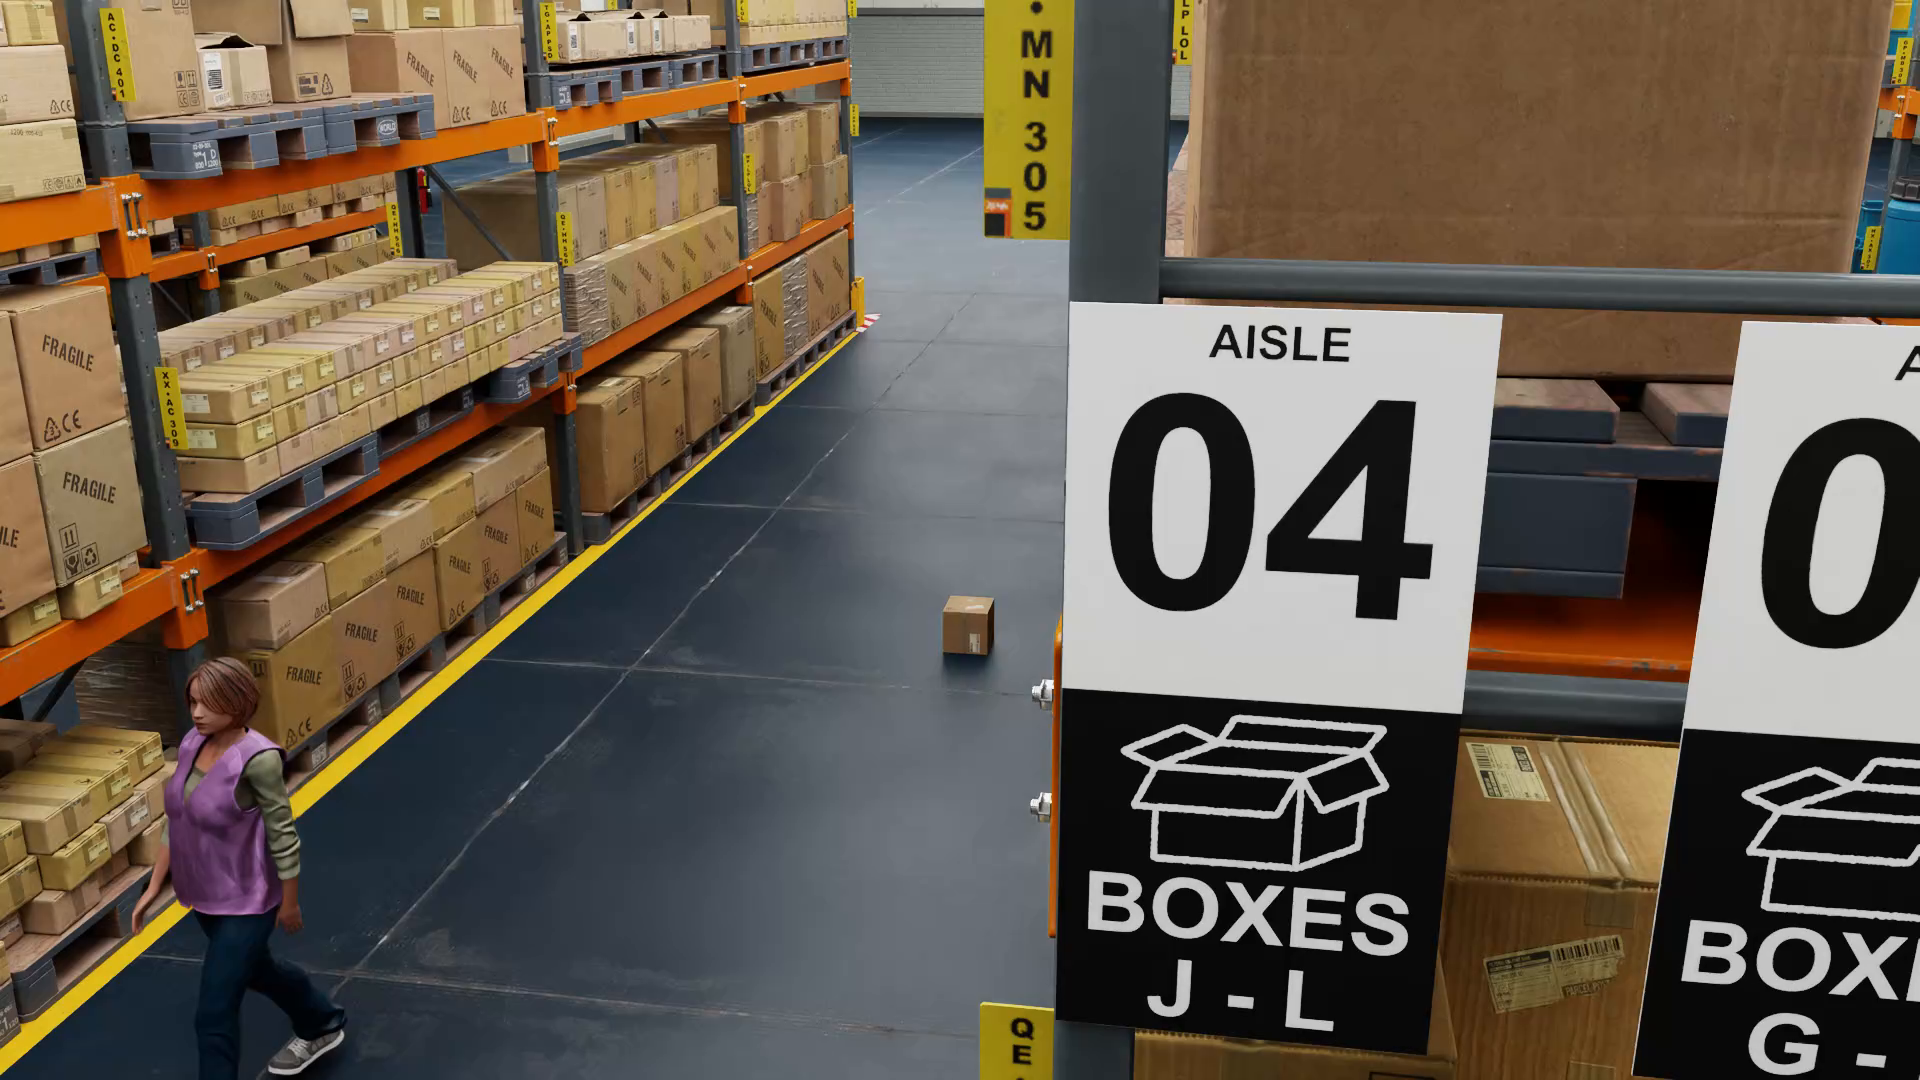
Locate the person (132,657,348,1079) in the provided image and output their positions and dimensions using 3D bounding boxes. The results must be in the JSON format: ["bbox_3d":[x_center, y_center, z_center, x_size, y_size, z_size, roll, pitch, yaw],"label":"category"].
[{"bbox_3d":[-2.309,1.120,5.138,0.416,1.547,0.848,13,22,33],"label":"person"}]
